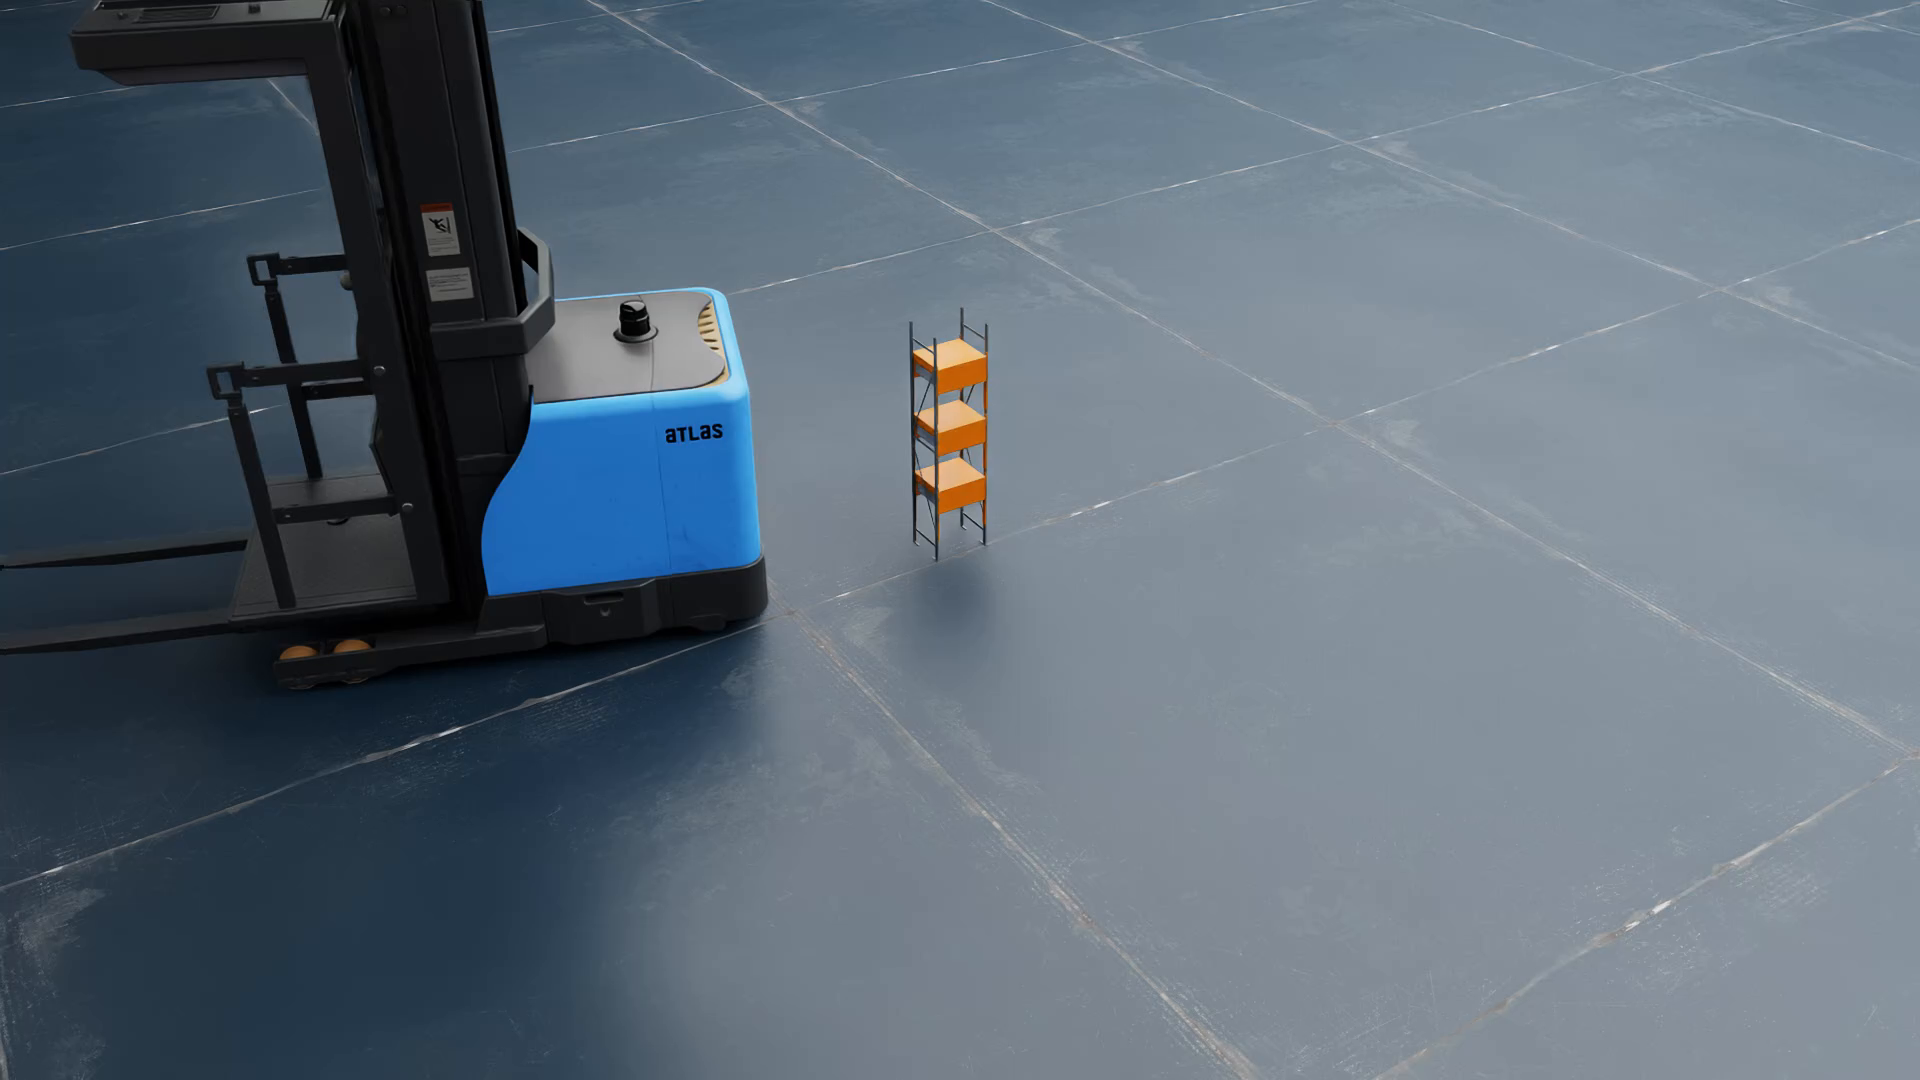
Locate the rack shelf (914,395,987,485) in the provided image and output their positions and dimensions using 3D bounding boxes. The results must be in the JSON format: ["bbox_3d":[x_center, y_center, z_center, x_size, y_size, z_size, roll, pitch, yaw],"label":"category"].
[{"bbox_3d":[-0.045,-0.420,6.951,0.240,0.259,0.215,-19,37,-27],"label":"rack shelf"}]

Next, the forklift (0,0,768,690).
[{"bbox_3d":[-2.346,-0.977,6.052,3.031,2.935,1.130,-7,33,-10],"label":"forklift"}]

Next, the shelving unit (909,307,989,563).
[{"bbox_3d":[-0.045,-0.429,6.945,0.252,1.050,0.215,-19,37,-27],"label":"shelving unit"}]

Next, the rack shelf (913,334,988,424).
[{"bbox_3d":[-0.045,-0.660,6.800,0.240,0.259,0.215,-19,37,-27],"label":"rack shelf"}]

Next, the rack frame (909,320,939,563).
[{"bbox_3d":[-0.148,-0.393,6.889,0.008,1.050,0.200,-19,37,-27],"label":"rack frame"}]

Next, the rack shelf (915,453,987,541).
[{"bbox_3d":[-0.045,-0.185,7.099,0.240,0.259,0.215,-19,37,-27],"label":"rack shelf"}]

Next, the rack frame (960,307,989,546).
[{"bbox_3d":[0.058,-0.464,7.001,0.008,1.050,0.200,-19,37,-27],"label":"rack frame"}]
